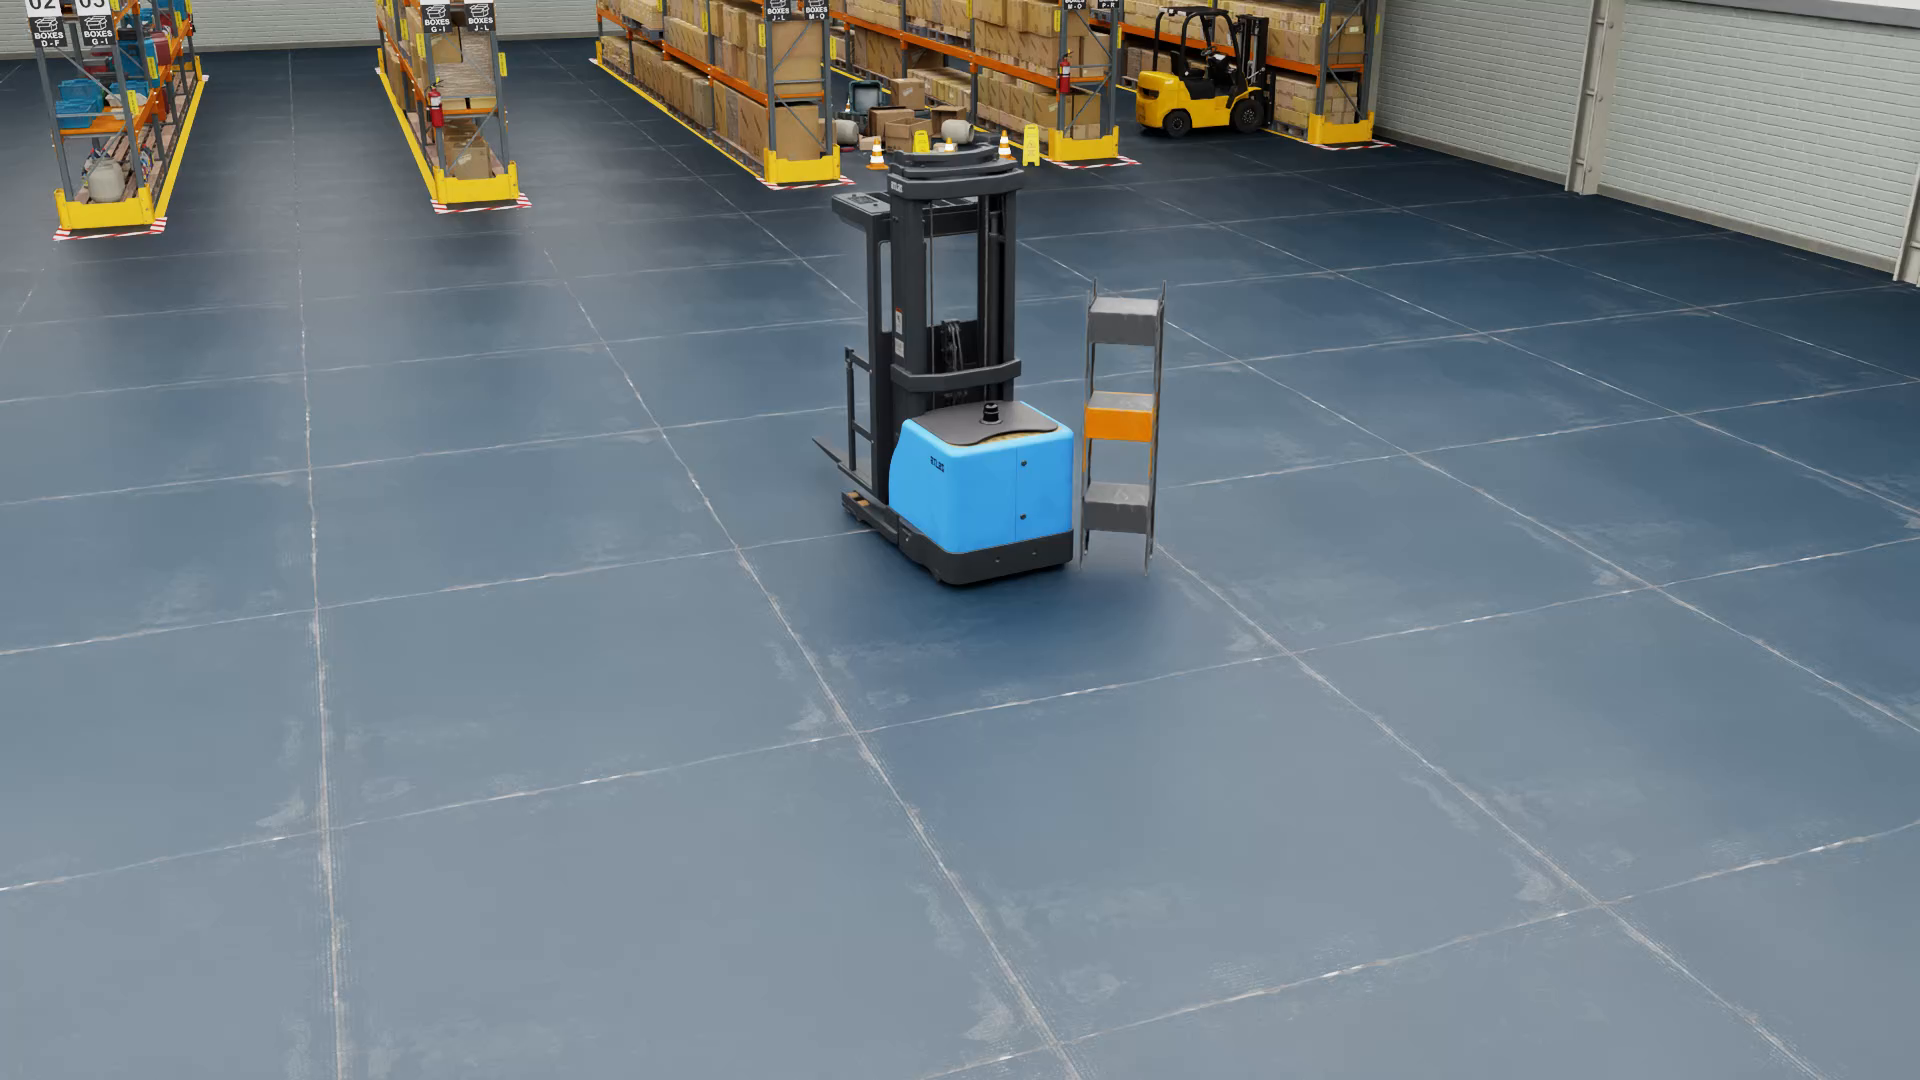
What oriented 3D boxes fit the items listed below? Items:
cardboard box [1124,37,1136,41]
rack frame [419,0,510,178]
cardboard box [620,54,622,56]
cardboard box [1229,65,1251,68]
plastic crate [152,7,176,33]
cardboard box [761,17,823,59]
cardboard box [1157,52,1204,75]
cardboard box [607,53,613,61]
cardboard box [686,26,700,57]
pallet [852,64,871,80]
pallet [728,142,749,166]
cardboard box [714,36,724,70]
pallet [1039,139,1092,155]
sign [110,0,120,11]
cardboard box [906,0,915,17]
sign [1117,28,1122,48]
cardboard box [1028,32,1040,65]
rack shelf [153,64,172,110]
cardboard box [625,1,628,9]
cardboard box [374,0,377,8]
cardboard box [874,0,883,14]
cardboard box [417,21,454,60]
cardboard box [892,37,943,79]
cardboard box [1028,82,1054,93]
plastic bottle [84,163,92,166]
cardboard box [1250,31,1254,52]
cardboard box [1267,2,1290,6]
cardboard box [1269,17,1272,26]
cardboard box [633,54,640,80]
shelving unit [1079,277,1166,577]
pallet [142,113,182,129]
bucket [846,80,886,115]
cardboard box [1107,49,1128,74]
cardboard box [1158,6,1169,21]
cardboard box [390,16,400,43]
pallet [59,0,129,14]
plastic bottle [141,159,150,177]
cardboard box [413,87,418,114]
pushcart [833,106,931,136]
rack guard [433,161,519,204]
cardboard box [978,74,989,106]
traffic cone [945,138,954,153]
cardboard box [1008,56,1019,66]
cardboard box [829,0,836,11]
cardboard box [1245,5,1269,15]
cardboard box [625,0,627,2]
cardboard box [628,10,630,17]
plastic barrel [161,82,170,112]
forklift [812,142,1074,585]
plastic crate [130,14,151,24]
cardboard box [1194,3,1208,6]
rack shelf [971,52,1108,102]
[{"bbox_3d":[3.796,-11.147,37.179,0.380,0.149,0.250,-8,24,-18],"label":"cardboard box"},{"bbox_3d":[-7.167,-6.446,24.182,1.000,3.000,0.127,-8,24,-19],"label":"rack frame"},{"bbox_3d":[-7.462,-10.924,37.553,0.380,0.149,0.250,-8,24,-18],"label":"cardboard box"},{"bbox_3d":[5.382,-8.923,31.770,0.500,0.250,0.500,-8,24,-19],"label":"cardboard box"},{"bbox_3d":[-16.120,-10.543,33.742,0.402,0.464,0.583,-8,24,-19],"label":"plastic crate"},{"bbox_3d":[-2.586,-7.797,25.803,0.875,0.550,0.550,-8,24,-19],"label":"cardboard box"},{"bbox_3d":[4.604,-9.785,34.620,0.875,0.625,0.625,-9,25,-21],"label":"cardboard box"},{"bbox_3d":[-8.007,-11.268,38.752,0.380,0.149,0.250,-8,24,-18],"label":"cardboard box"},{"bbox_3d":[-4.696,-9.110,30.372,0.500,0.500,0.500,-8,24,-18],"label":"cardboard box"},{"bbox_3d":[-1.792,-10.611,37.654,1.003,0.211,1.213,-8,24,-19],"label":"pallet"},{"bbox_3d":[-3.274,-6.527,27.965,1.003,0.211,1.213,-8,24,-19],"label":"pallet"},{"bbox_3d":[-3.762,-8.480,28.814,0.875,0.550,0.550,-8,24,-19],"label":"cardboard box"},{"bbox_3d":[1.823,-6.848,28.727,1.003,0.211,1.213,-8,24,-19],"label":"pallet"},{"bbox_3d":[-11.284,-7.227,22.161,0.100,0.325,0.005,-8,24,-19],"label":"sign"},{"bbox_3d":[-0.779,-10.894,33.683,0.500,0.500,0.500,-9,24,-20],"label":"cardboard box"},{"bbox_3d":[2.612,-8.279,27.417,0.100,0.325,0.005,-8,24,-19],"label":"sign"},{"bbox_3d":[1.482,-8.331,28.142,0.500,0.500,0.500,-8,24,-19],"label":"cardboard box"},{"bbox_3d":[-13.920,-7.615,27.882,1.077,0.370,4.000,-8,24,-19],"label":"rack shelf"},{"bbox_3d":[-6.836,-11.271,35.029,0.380,0.149,0.250,-8,24,-18],"label":"cardboard box"},{"bbox_3d":[-12.902,-12.116,37.445,0.500,0.250,0.500,-9,24,-20],"label":"cardboard box"},{"bbox_3d":[-1.515,-11.384,35.447,0.500,0.250,0.500,-9,24,-20],"label":"cardboard box"},{"bbox_3d":[-7.774,-7.437,24.733,0.500,0.500,0.500,-8,24,-19],"label":"cardboard box"},{"bbox_3d":[-0.888,-10.189,35.258,0.875,0.875,0.875,-9,24,-19],"label":"cardboard box"},{"bbox_3d":[1.385,-7.756,28.489,0.380,0.149,0.250,-8,24,-17],"label":"cardboard box"},{"bbox_3d":[-12.972,-5.467,24.799,0.152,0.276,0.135,-9,24,-20],"label":"plastic bottle"},{"bbox_3d":[5.625,-9.420,31.109,0.500,0.500,0.500,-9,24,-20],"label":"cardboard box"},{"bbox_3d":[6.032,-10.076,31.446,0.380,0.149,0.250,-9,24,-20],"label":"cardboard box"},{"bbox_3d":[5.882,-9.487,30.432,0.380,0.149,0.250,-9,24,-19],"label":"cardboard box"},{"bbox_3d":[-6.717,-10.187,35.735,0.500,0.500,0.500,-7,24,-17],"label":"cardboard box"},{"bbox_3d":[1.157,-0.793,11.929,0.503,2.100,0.431,5,23,11],"label":"shelving unit"},{"bbox_3d":[-14.944,-7.669,30.674,1.003,0.211,1.213,-8,24,-19],"label":"pallet"},{"bbox_3d":[-1.699,-8.002,30.132,0.726,0.611,0.620,0,13,-1],"label":"bucket"},{"bbox_3d":[3.570,-10.561,36.622,0.500,0.500,0.500,-8,24,-17],"label":"cardboard box"},{"bbox_3d":[4.397,-10.805,34.072,0.500,0.250,0.500,-8,24,-18],"label":"cardboard box"},{"bbox_3d":[-10.756,-9.914,32.282,0.500,0.500,0.500,-9,25,-21],"label":"cardboard box"},{"bbox_3d":[-12.001,-7.376,22.769,1.003,0.211,1.213,-8,24,-19],"label":"pallet"},{"bbox_3d":[-12.377,-5.648,25.235,0.097,0.271,0.097,0,23,0],"label":"plastic bottle"},{"bbox_3d":[-9.738,-8.163,30.908,0.700,0.500,0.500,-10,25,-22],"label":"cardboard box"},{"bbox_3d":[-1.424,-7.720,30.580,1.648,0.377,0.936,-18,29,-37],"label":"pushcart"},{"bbox_3d":[-7.194,-5.322,24.733,1.175,0.500,0.348,-8,24,-19],"label":"rack guard"},{"bbox_3d":[0.647,-8.280,30.567,0.500,0.500,0.500,-7,24,-16],"label":"cardboard box"},{"bbox_3d":[-0.173,-6.340,27.197,0.336,0.463,0.334,-8,24,-19],"label":"traffic cone"},{"bbox_3d":[1.061,-8.431,29.215,0.380,0.149,0.250,-8,24,-19],"label":"cardboard box"},{"bbox_3d":[-2.725,-12.532,38.492,0.500,0.500,0.500,-9,24,-20],"label":"cardboard box"},{"bbox_3d":[5.556,-9.895,31.017,0.380,0.149,0.250,-9,24,-20],"label":"cardboard box"},{"bbox_3d":[-6.829,-11.402,34.956,0.380,0.149,0.250,-8,24,-19],"label":"cardboard box"},{"bbox_3d":[-6.746,-11.039,34.862,0.380,0.149,0.250,-8,24,-18],"label":"cardboard box"},{"bbox_3d":[-15.214,-8.341,31.243,0.600,0.588,0.708,-8,24,-19],"label":"plastic barrel"},{"bbox_3d":[-0.286,-1.569,12.698,1.130,2.935,3.031,-11,25,-25],"label":"forklift"},{"bbox_3d":[-17.208,-10.917,34.929,0.416,0.233,0.300,-8,24,-19],"label":"plastic crate"},{"bbox_3d":[4.860,-10.568,32.997,0.380,0.149,0.250,-8,24,-19],"label":"cardboard box"},{"bbox_3d":[1.398,-8.201,29.272,1.077,0.370,4.000,-8,24,-19],"label":"rack shelf"}]
